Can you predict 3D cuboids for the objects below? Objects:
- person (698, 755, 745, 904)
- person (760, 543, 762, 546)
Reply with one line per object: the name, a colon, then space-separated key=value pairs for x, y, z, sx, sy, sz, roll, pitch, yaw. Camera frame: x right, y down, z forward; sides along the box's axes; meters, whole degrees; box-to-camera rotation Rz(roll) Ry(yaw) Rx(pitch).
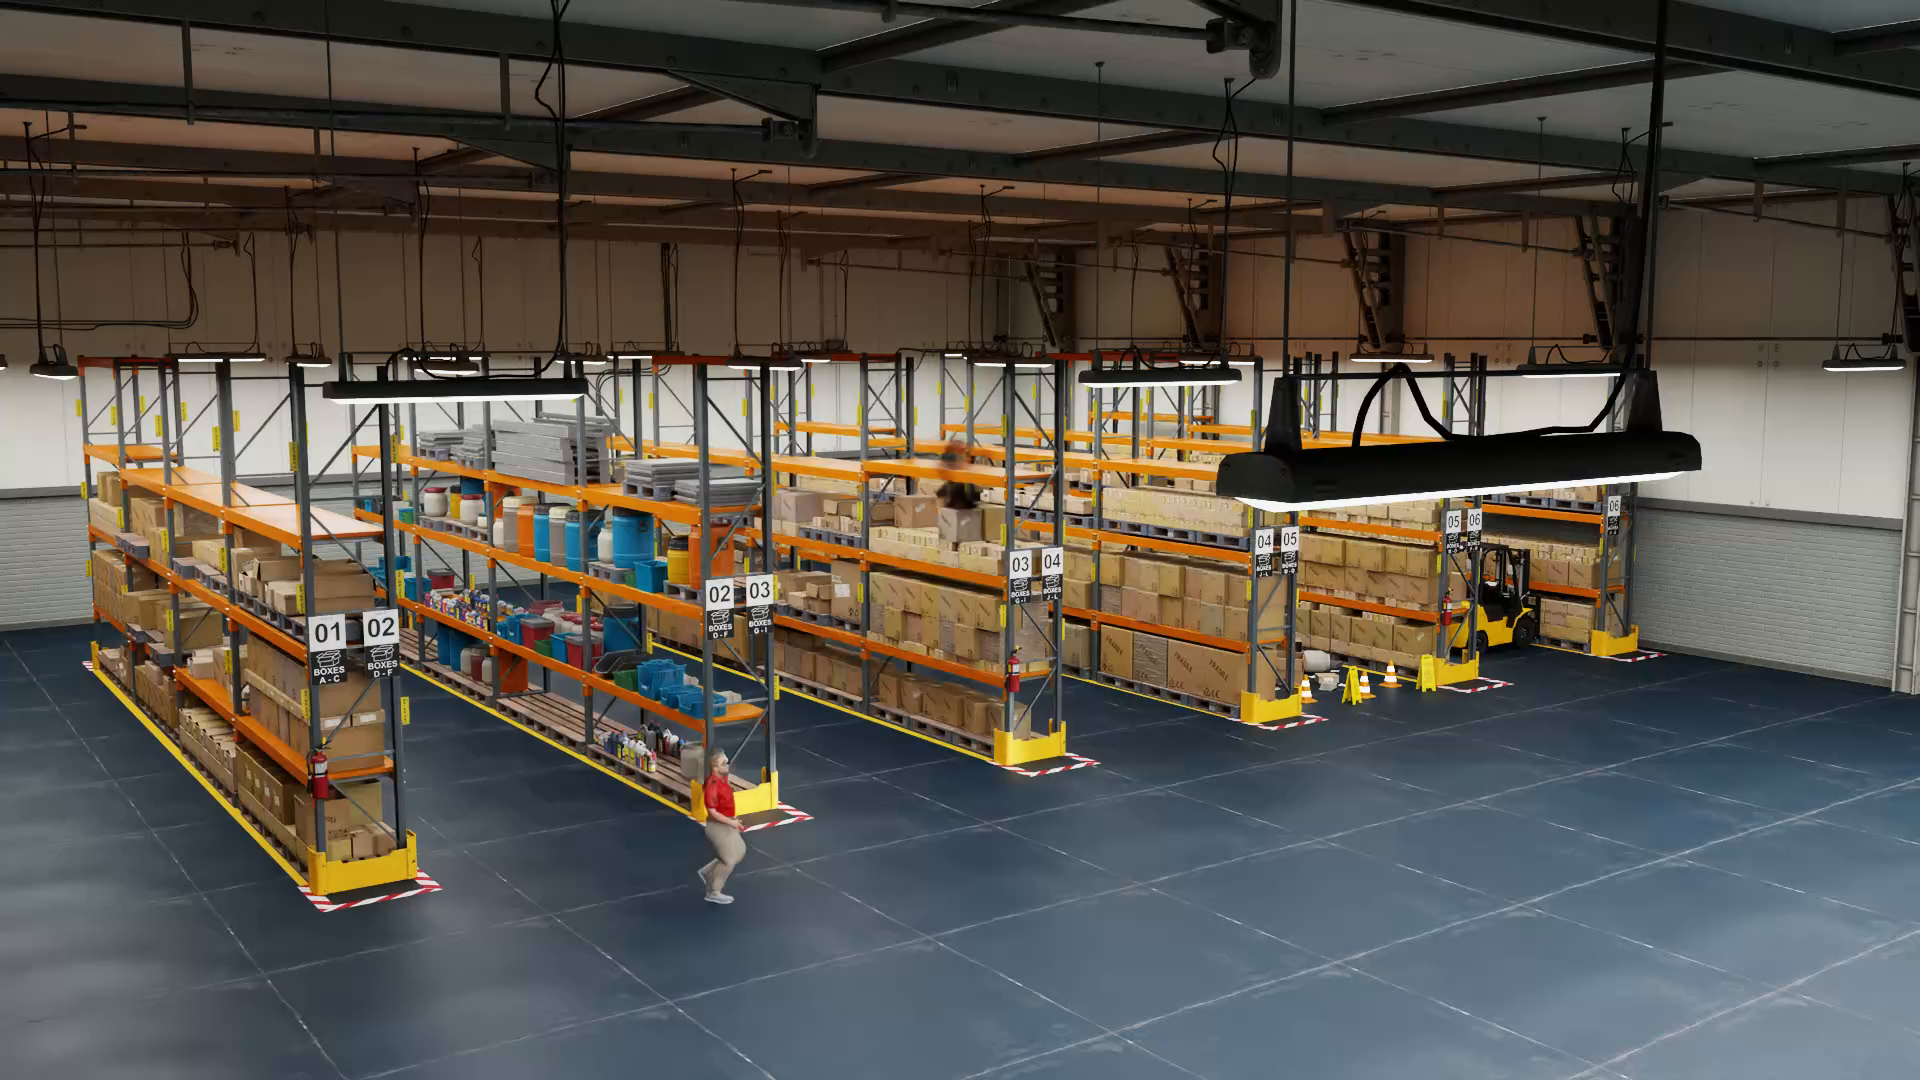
person: x=-2.683 y=3.240 z=18.714 sx=0.517 sy=1.692 sz=0.669 roll=-1 pitch=7 yaw=-5
person: x=-4.471 y=0.870 z=38.171 sx=0.556 sy=1.662 sz=0.610 roll=-4 pitch=8 yaw=-33
